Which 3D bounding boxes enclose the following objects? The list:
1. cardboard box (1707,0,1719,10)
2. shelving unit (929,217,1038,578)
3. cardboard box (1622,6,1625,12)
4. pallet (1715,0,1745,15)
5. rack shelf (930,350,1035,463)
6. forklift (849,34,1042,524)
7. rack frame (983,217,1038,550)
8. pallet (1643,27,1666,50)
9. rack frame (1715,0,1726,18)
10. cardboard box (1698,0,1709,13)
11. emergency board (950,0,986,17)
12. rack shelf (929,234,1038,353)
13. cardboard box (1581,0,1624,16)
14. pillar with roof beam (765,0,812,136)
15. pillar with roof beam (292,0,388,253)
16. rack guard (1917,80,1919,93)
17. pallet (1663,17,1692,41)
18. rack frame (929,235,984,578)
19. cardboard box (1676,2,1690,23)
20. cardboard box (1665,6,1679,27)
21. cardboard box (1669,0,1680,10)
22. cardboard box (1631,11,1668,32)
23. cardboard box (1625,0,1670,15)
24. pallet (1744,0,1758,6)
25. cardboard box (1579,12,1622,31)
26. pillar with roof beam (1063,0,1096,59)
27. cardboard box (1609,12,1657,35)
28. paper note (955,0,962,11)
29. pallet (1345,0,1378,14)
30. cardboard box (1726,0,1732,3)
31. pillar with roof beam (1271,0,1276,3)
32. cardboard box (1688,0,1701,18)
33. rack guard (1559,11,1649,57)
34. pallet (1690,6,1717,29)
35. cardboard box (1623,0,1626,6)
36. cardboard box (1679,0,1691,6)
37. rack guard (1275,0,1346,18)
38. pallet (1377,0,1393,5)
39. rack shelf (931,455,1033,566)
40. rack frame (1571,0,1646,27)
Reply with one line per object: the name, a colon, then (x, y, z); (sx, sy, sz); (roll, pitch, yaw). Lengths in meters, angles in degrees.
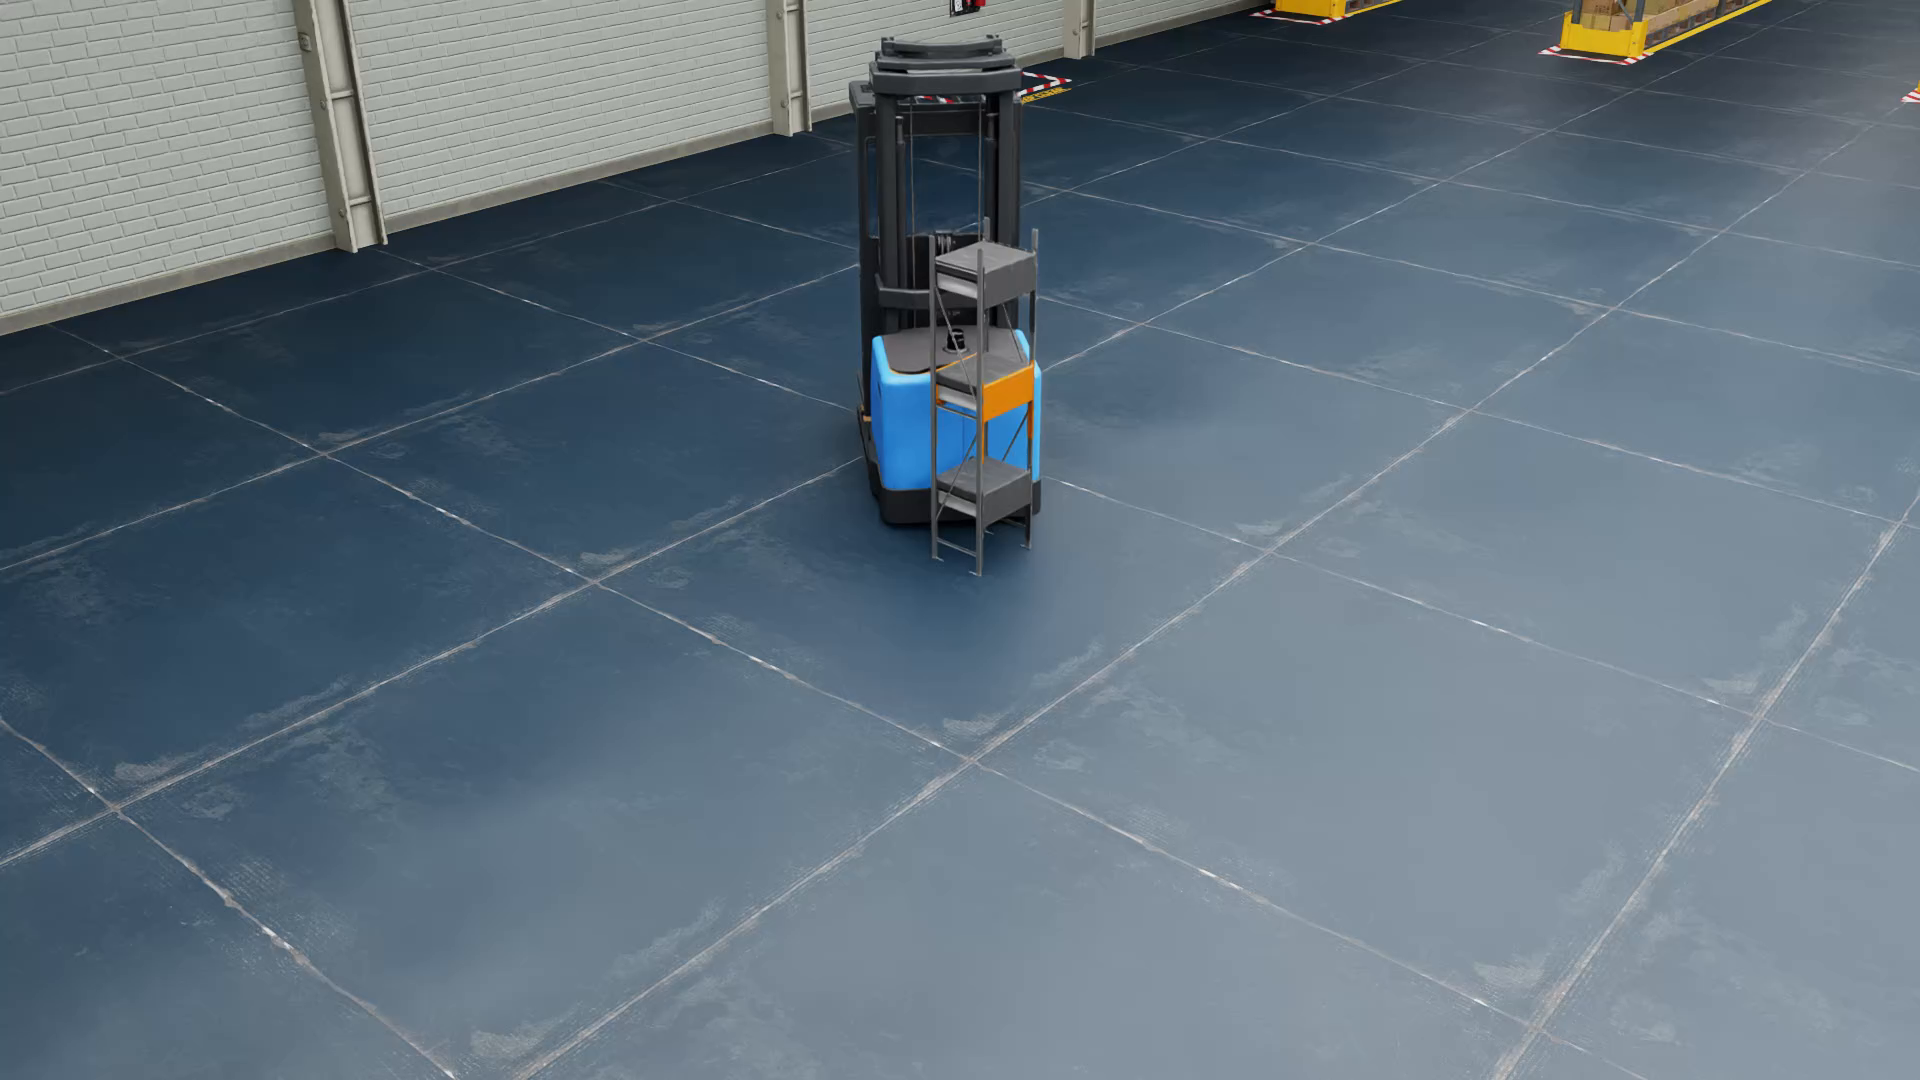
cardboard box: (12.031, -8.822, 27.075); (0.500, 0.250, 0.500); (21, 34, 34)
shelving unit: (0.138, -0.844, 10.096); (0.431, 2.100, 0.503); (22, 34, 36)
cardboard box: (10.035, -8.090, 25.659); (0.500, 0.250, 0.500); (21, 34, 34)
pallet: (12.596, -9.120, 28.149); (1.003, 0.211, 1.213); (21, 34, 34)
rack shelf: (0.138, -0.832, 10.103); (0.431, 0.518, 0.480); (22, 34, 36)
forklift: (-0.169, -2.059, 11.539); (1.130, 2.935, 3.031); (-3, 28, -7)
rack frame: (0.298, -0.929, 10.260); (0.400, 2.100, 0.015); (22, 34, 36)
pallet: (10.067, -7.712, 25.428); (1.003, 0.211, 1.213); (21, 34, 34)
rack frame: (12.157, -10.085, 26.981); (1.000, 3.000, 0.127); (21, 34, 34)
cardboard box: (11.705, -8.648, 26.738); (0.500, 0.250, 0.500); (21, 34, 34)
emergency board: (0.148, -7.622, 22.220); (0.194, 1.169, 0.643); (21, 34, 34)
rack shelf: (0.138, -1.454, 9.781); (0.431, 0.518, 0.480); (22, 34, 36)
cardboard box: (9.724, -8.243, 25.138); (0.500, 0.500, 0.500); (21, 34, 34)
pillar with roof beam: (1.255, -7.766, 15.969); (9.100, 9.000, 0.400); (21, 34, 34)
pillar with roof beam: (-2.562, -5.639, 11.857); (9.100, 9.000, 0.400); (21, 34, 34)
rack guard: (13.445, -6.149, 22.092); (1.175, 0.500, 0.348); (21, 34, 34)
pallet: (10.843, -8.143, 26.260); (1.003, 0.211, 1.213); (21, 34, 34)
rack frame: (-0.022, -0.759, 9.933); (0.400, 2.100, 0.015); (22, 34, 36)
cardboard box: (11.081, -8.289, 26.044); (0.500, 0.250, 0.500); (21, 34, 34)
cardboard box: (10.759, -8.113, 25.704); (0.500, 0.250, 0.500); (21, 34, 34)
cardboard box: (10.750, -8.450, 25.538); (0.500, 0.500, 0.500); (21, 34, 34)
cardboard box: (10.441, -7.936, 25.361); (0.500, 0.250, 0.500); (21, 34, 34)
cardboard box: (10.442, -8.269, 25.188); (0.500, 0.500, 0.500); (21, 34, 34)
pallet: (13.371, -9.554, 28.988); (1.003, 0.211, 1.213); (21, 34, 34)
cardboard box: (9.726, -7.909, 25.309); (0.500, 0.250, 0.500); (21, 34, 34)
pillar with roof beam: (5.071, -9.894, 20.081); (9.100, 9.000, 0.400); (21, 34, 34)
cardboard box: (10.126, -7.758, 25.017); (0.500, 0.250, 0.500); (21, 34, 34)
paper note: (-0.018, -7.188, 22.340); (0.016, 0.148, 0.142); (21, 34, 34)
pallet: (6.380, -9.180, 28.265); (1.003, 0.211, 1.213); (21, 34, 34)
cardboard box: (12.605, -9.121, 27.653); (0.500, 0.250, 0.500); (20, 33, 33)
pillar with roof beam: (8.888, -12.021, 24.193); (9.100, 9.000, 0.400); (21, 34, 34)
cardboard box: (11.398, -8.466, 26.387); (0.500, 0.250, 0.500); (21, 34, 34)
rack guard: (9.598, -7.548, 24.797); (1.175, 0.500, 0.348); (21, 34, 34)
pallet: (11.619, -8.577, 27.100); (1.003, 0.211, 1.213); (21, 34, 34)
cardboard box: (10.349, -8.601, 25.832); (0.500, 0.500, 0.500); (21, 34, 34)
cardboard box: (11.082, -8.622, 25.871); (0.500, 0.500, 0.500); (21, 34, 34)
rack guard: (5.836, -9.030, 27.662); (1.175, 0.500, 0.348); (21, 34, 34)
pallet: (7.157, -9.610, 29.097); (1.003, 0.211, 1.213); (21, 34, 34)
rack shelf: (0.138, -0.210, 10.424); (0.431, 0.518, 0.480); (22, 34, 36)
rack frame: (9.613, -8.667, 24.239); (1.000, 3.000, 0.127); (21, 34, 34)
